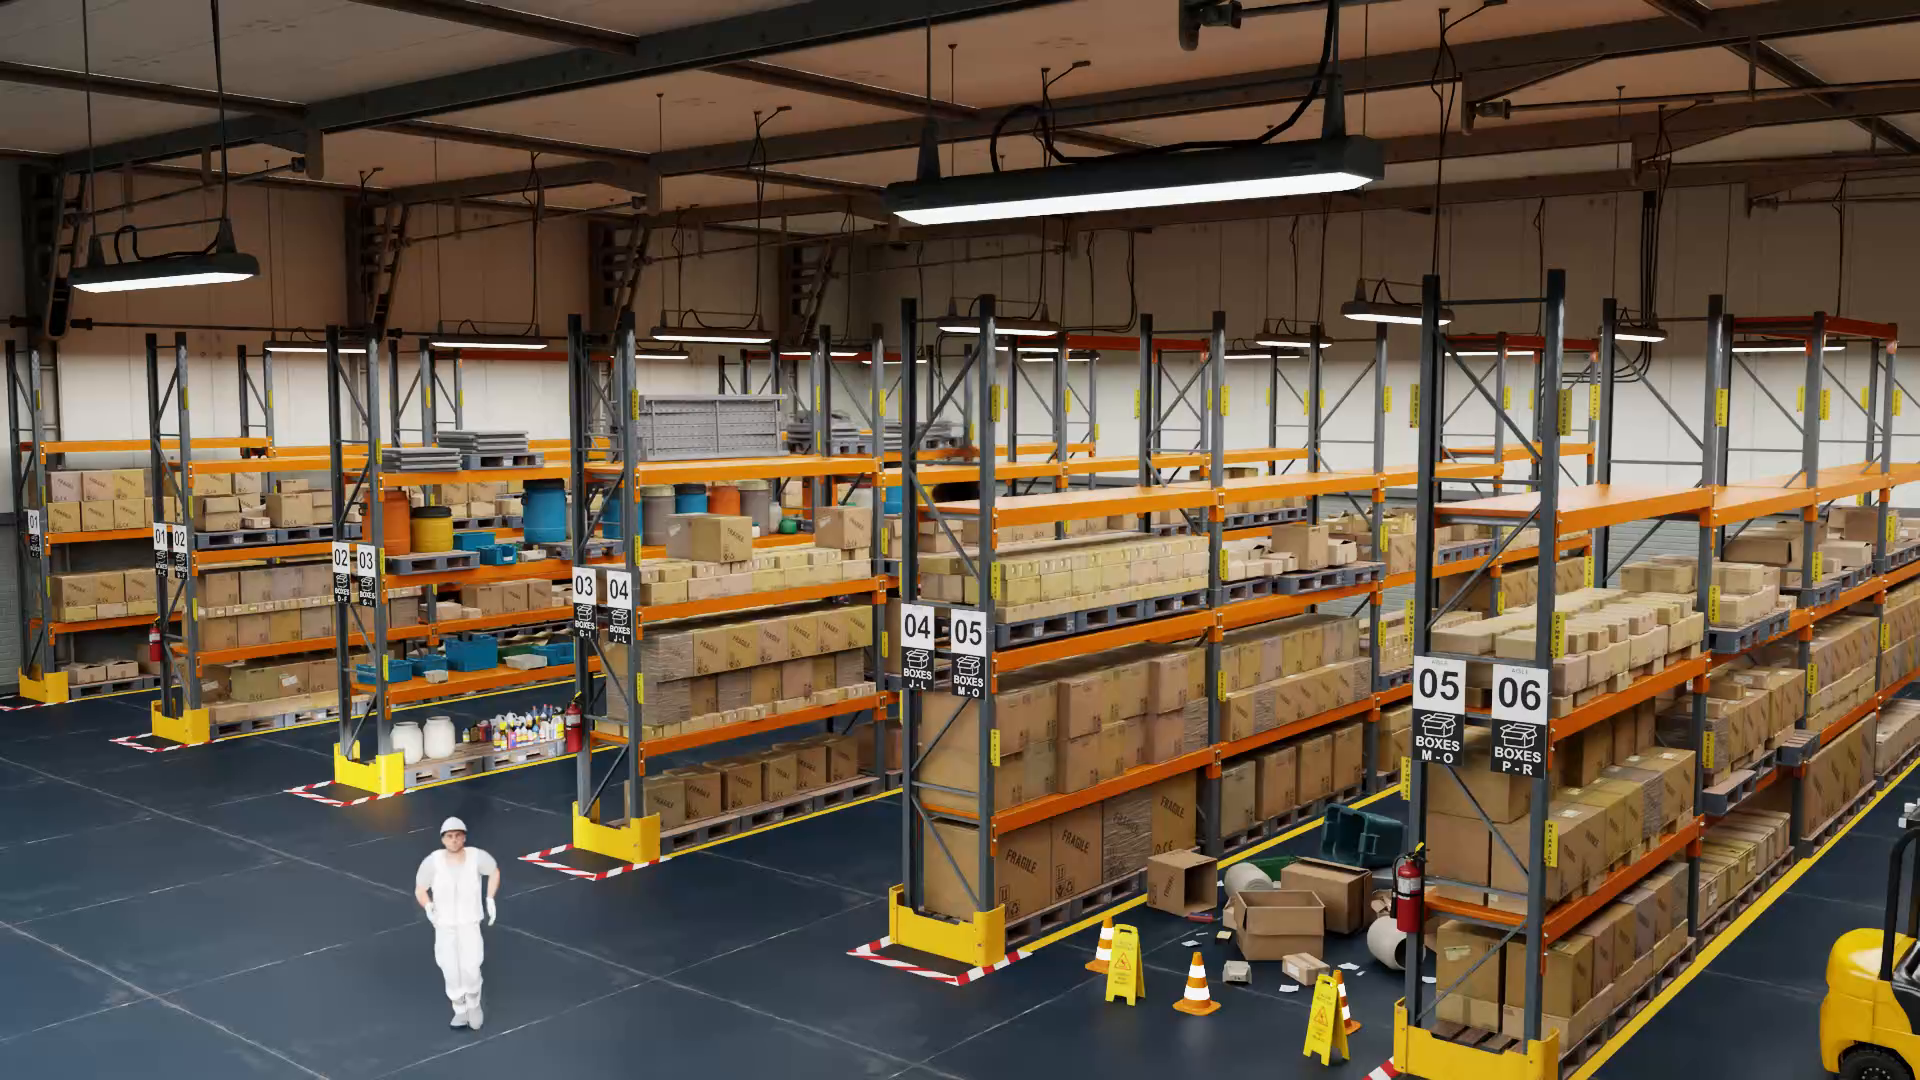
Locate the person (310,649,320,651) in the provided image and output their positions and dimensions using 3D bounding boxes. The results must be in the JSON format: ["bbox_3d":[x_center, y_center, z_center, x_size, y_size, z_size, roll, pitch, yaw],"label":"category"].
[{"bbox_3d":[-10.862,1.740,28.097,0.685,1.831,0.831,3,6,30],"label":"person"}]

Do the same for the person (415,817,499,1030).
[{"bbox_3d":[-4.030,3.085,13.314,0.635,1.754,0.652,-1,5,-11],"label":"person"}]
